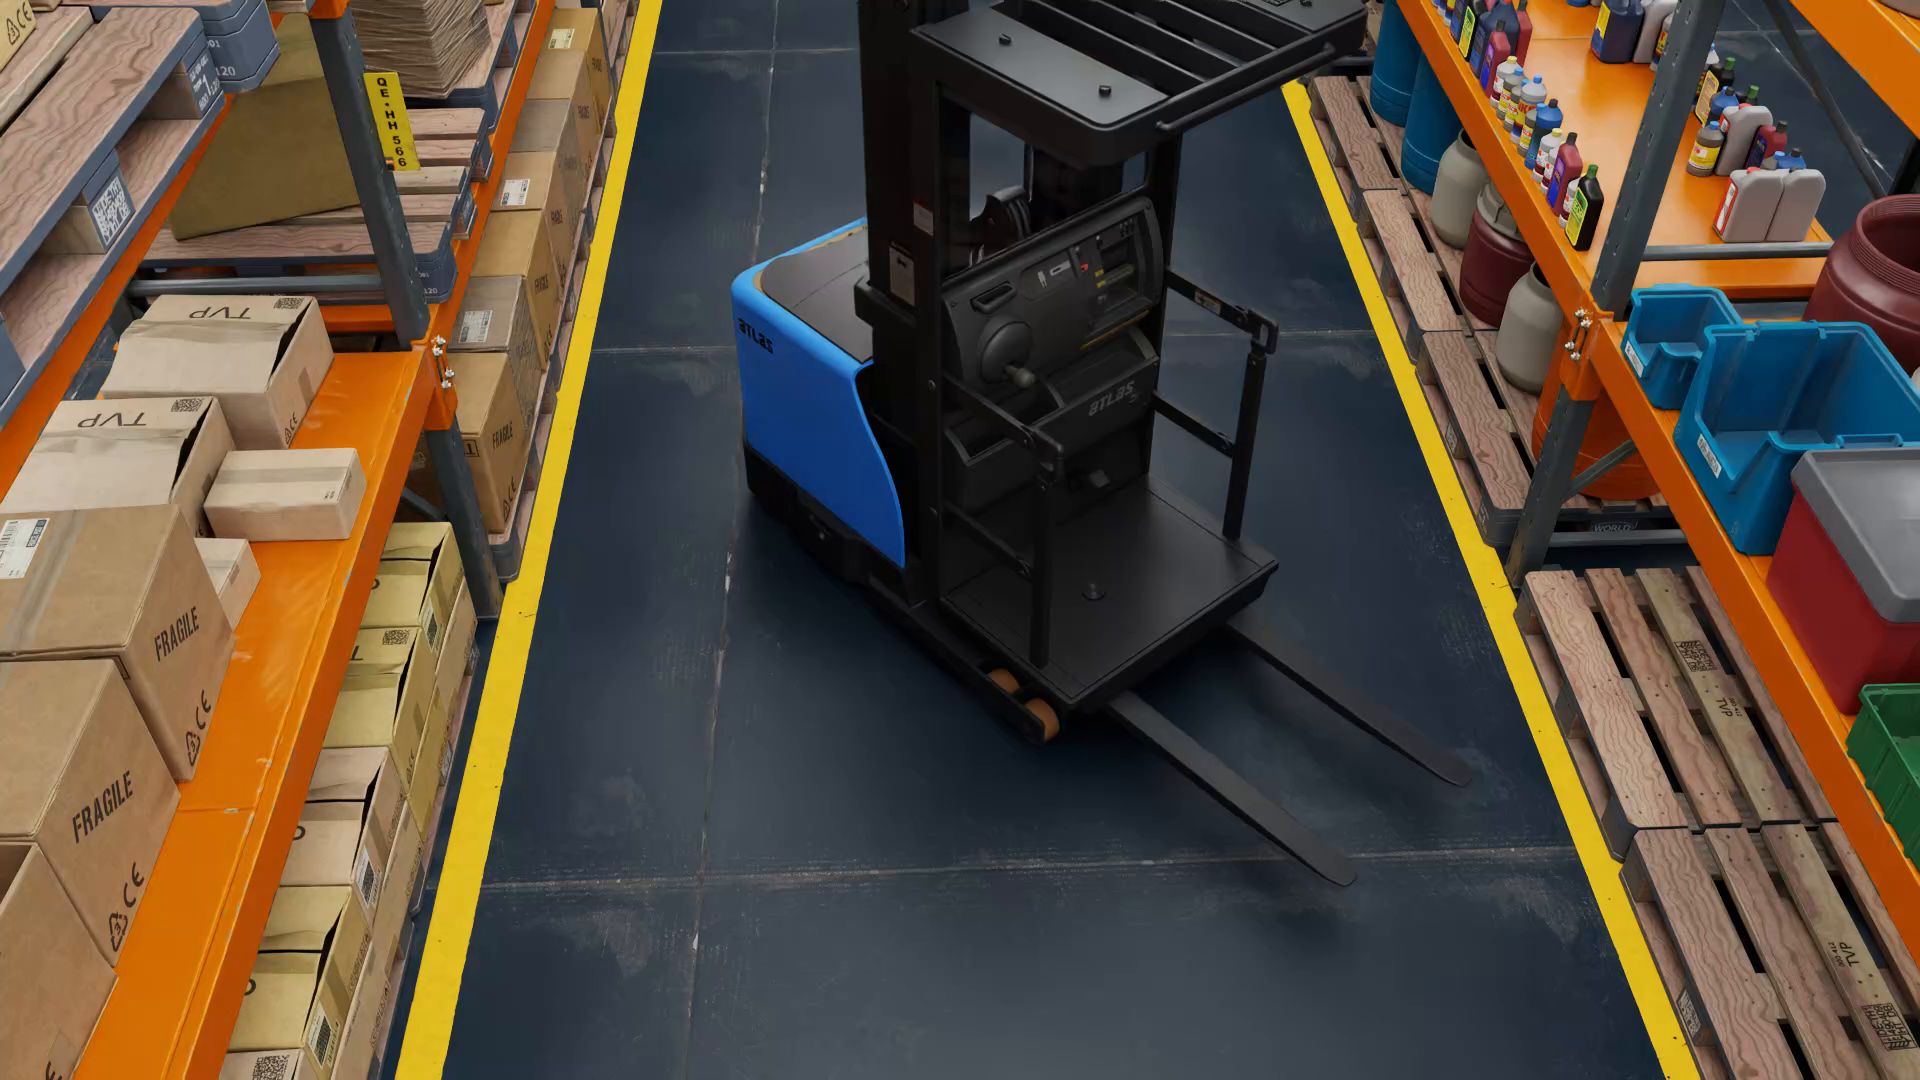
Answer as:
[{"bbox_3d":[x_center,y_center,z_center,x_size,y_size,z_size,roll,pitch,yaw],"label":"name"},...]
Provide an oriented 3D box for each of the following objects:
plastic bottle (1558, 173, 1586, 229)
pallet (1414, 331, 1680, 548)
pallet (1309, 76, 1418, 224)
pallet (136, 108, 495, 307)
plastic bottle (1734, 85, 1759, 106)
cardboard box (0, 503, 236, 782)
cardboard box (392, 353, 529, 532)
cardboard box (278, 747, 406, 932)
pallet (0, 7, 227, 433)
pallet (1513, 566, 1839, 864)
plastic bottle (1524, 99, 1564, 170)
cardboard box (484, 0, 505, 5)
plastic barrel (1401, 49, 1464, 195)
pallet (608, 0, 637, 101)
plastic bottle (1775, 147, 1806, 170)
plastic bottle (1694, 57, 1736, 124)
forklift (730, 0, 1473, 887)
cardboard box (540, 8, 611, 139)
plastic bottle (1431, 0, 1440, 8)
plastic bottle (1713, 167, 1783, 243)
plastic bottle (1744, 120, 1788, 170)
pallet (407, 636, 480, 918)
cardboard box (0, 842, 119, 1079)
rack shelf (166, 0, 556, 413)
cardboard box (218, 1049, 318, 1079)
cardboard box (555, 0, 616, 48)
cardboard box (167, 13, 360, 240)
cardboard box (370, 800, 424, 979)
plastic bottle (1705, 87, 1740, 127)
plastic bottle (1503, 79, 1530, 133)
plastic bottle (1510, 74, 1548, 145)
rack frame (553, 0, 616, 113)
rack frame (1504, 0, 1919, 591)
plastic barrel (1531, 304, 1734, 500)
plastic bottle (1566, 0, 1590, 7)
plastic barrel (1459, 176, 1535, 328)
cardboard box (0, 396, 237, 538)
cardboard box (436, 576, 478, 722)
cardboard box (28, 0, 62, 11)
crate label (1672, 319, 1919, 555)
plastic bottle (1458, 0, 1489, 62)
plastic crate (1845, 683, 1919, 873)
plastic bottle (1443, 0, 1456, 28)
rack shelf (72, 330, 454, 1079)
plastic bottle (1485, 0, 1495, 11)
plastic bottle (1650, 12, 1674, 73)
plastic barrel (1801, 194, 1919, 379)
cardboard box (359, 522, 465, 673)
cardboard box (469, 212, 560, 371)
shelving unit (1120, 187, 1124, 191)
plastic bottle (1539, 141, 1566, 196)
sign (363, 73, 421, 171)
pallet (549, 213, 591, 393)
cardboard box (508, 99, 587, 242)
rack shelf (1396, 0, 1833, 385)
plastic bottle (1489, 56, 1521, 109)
[{"bbox_3d":[2.239,-1.230,6.018,0.097,0.201,0.097,0,43,0],"label":"plastic bottle"},{"bbox_3d":[2.594,-0.467,7.103,1.003,0.211,1.213,-2,43,-2],"label":"pallet"},{"bbox_3d":[2.490,-2.114,8.900,1.003,0.211,1.213,-2,43,-2],"label":"pallet"},{"bbox_3d":[-2.379,-1.209,5.991,1.213,0.211,1.003,-2,43,-2],"label":"pallet"},{"bbox_3d":[2.994,-1.626,6.390,0.061,0.283,0.133,-2,43,-2],"label":"plastic bottle"},{"bbox_3d":[-2.193,0.272,4.160,0.500,0.500,0.500,-4,43,-4],"label":"cardboard box"},{"bbox_3d":[-2.014,-0.380,6.469,0.500,0.500,0.500,0,43,0],"label":"cardboard box"},{"bbox_3d":[-1.965,0.866,4.894,0.500,0.311,0.500,-2,43,-2],"label":"cardboard box"},{"bbox_3d":[-2.112,-0.650,3.159,1.003,0.211,1.213,0,43,0],"label":"pallet"},{"bbox_3d":[2.663,0.589,5.952,1.003,0.211,1.213,-2,43,-2],"label":"pallet"},{"bbox_3d":[2.221,-1.543,6.308,0.097,0.271,0.097,0,43,0],"label":"plastic bottle"},{"bbox_3d":[-2.313,-2.525,6.900,0.700,0.500,0.500,-12,44,-13],"label":"cardboard box"},{"bbox_3d":[2.535,-2.199,8.172,0.600,0.901,0.708,-2,43,-2],"label":"plastic barrel"},{"bbox_3d":[-2.478,-2.960,9.823,1.003,0.211,1.213,-2,43,-2],"label":"pallet"},{"bbox_3d":[2.996,-1.297,6.040,0.097,0.271,0.097,0,43,0],"label":"plastic bottle"},{"bbox_3d":[2.984,-1.782,6.560,0.061,0.283,0.133,-2,43,-2],"label":"plastic bottle"},{"bbox_3d":[0.467,-0.742,5.390,1.130,2.935,3.031,-31,51,-29],"label":"forklift"},{"bbox_3d":[-2.143,-2.440,8.716,0.500,0.500,0.500,-2,43,-2],"label":"cardboard box"},{"bbox_3d":[2.187,-2.513,7.364,0.152,0.276,0.135,-2,43,-2],"label":"plastic bottle"},{"bbox_3d":[2.821,-1.215,5.947,0.152,0.276,0.135,-2,43,-2],"label":"plastic bottle"},{"bbox_3d":[3.005,-1.445,6.193,0.061,0.283,0.133,-2,43,-2],"label":"plastic bottle"},{"bbox_3d":[-2.284,0.761,5.764,1.003,0.211,1.213,-2,43,-2],"label":"pallet"},{"bbox_3d":[-2.149,0.965,3.403,0.500,0.500,0.500,1,43,1],"label":"cardboard box"},{"bbox_3d":[-2.365,-1.909,7.145,1.077,0.370,4.000,-2,43,-2],"label":"rack shelf"},{"bbox_3d":[-1.918,1.555,4.143,0.500,0.311,0.500,-3,43,-3],"label":"cardboard box"},{"bbox_3d":[-2.252,-2.985,9.451,0.500,0.311,0.500,-2,43,-2],"label":"cardboard box"},{"bbox_3d":[-2.420,-1.437,5.714,0.700,0.500,0.500,-15,45,-16],"label":"cardboard box"},{"bbox_3d":[-1.970,1.071,5.086,0.500,0.250,0.500,-1,43,-1],"label":"cardboard box"},{"bbox_3d":[2.915,-1.607,6.379,0.097,0.271,0.097,0,43,0],"label":"plastic bottle"},{"bbox_3d":[2.208,-1.714,6.547,0.097,0.201,0.097,0,43,0],"label":"plastic bottle"},{"bbox_3d":[2.212,-1.674,6.452,0.097,0.271,0.097,0,43,0],"label":"plastic bottle"},{"bbox_3d":[-2.450,-3.524,8.375,1.000,3.000,0.127,-2,43,-2],"label":"rack frame"},{"bbox_3d":[2.669,-0.963,5.581,1.000,3.000,0.127,-2,43,-2],"label":"rack frame"},{"bbox_3d":[2.631,-0.648,6.532,0.600,0.830,0.708,-2,43,-2],"label":"plastic barrel"},{"bbox_3d":[2.767,-2.509,7.363,0.097,0.271,0.097,0,43,0],"label":"plastic bottle"},{"bbox_3d":[2.583,-1.322,7.446,0.600,0.588,0.708,-2,43,-2],"label":"plastic barrel"},{"bbox_3d":[-2.436,-0.182,4.794,0.500,0.311,0.500,-2,43,-2],"label":"cardboard box"},{"bbox_3d":[-2.014,0.383,5.836,0.500,0.250,0.500,-1,43,-1],"label":"cardboard box"},{"bbox_3d":[-2.164,-1.371,3.606,0.500,0.250,0.500,-1,43,-1],"label":"cardboard box"},{"bbox_3d":[2.441,-0.298,4.829,0.502,0.435,0.616,-2,43,-2],"label":"crate label"},{"bbox_3d":[2.163,-2.168,6.981,0.061,0.283,0.133,-2,43,-2],"label":"plastic bottle"},{"bbox_3d":[2.483,0.647,3.981,0.450,0.188,0.662,-2,43,-2],"label":"plastic crate"},{"bbox_3d":[2.169,-2.367,7.207,0.097,0.271,0.097,0,43,0],"label":"plastic bottle"},{"bbox_3d":[-2.195,0.792,4.199,1.077,0.370,4.000,-2,43,-2],"label":"rack shelf"},{"bbox_3d":[2.224,-2.170,6.983,0.061,0.283,0.133,-2,43,-2],"label":"plastic bottle"},{"bbox_3d":[2.947,-2.076,6.890,0.097,0.271,0.097,0,43,0],"label":"plastic bottle"},{"bbox_3d":[2.991,-0.709,5.203,0.600,0.536,0.708,-2,43,-2],"label":"plastic barrel"},{"bbox_3d":[-2.012,0.175,5.649,0.500,0.311,0.500,-1,43,-1],"label":"cardboard box"},{"bbox_3d":[-2.058,-1.072,7.224,0.500,0.500,0.500,-2,43,-2],"label":"cardboard box"},{"bbox_3d":[0.247,-1.185,7.381,1.200,0.189,0.258,-39,35,10],"label":"shelving unit"},{"bbox_3d":[2.229,-1.385,6.188,0.097,0.201,0.097,0,43,0],"label":"plastic bottle"},{"bbox_3d":[-1.726,-1.269,5.057,0.100,0.325,0.005,-2,43,-2],"label":"sign"},{"bbox_3d":[-2.323,-1.123,7.819,1.003,0.211,1.213,-2,43,-2],"label":"pallet"},{"bbox_3d":[-2.109,-1.768,7.983,0.500,0.500,0.500,-1,43,-1],"label":"cardboard box"},{"bbox_3d":[2.584,-2.048,7.297,1.077,0.370,4.000,-2,43,-2],"label":"rack shelf"},{"bbox_3d":[2.200,-1.845,6.690,0.097,0.201,0.097,0,43,0],"label":"plastic bottle"}]
